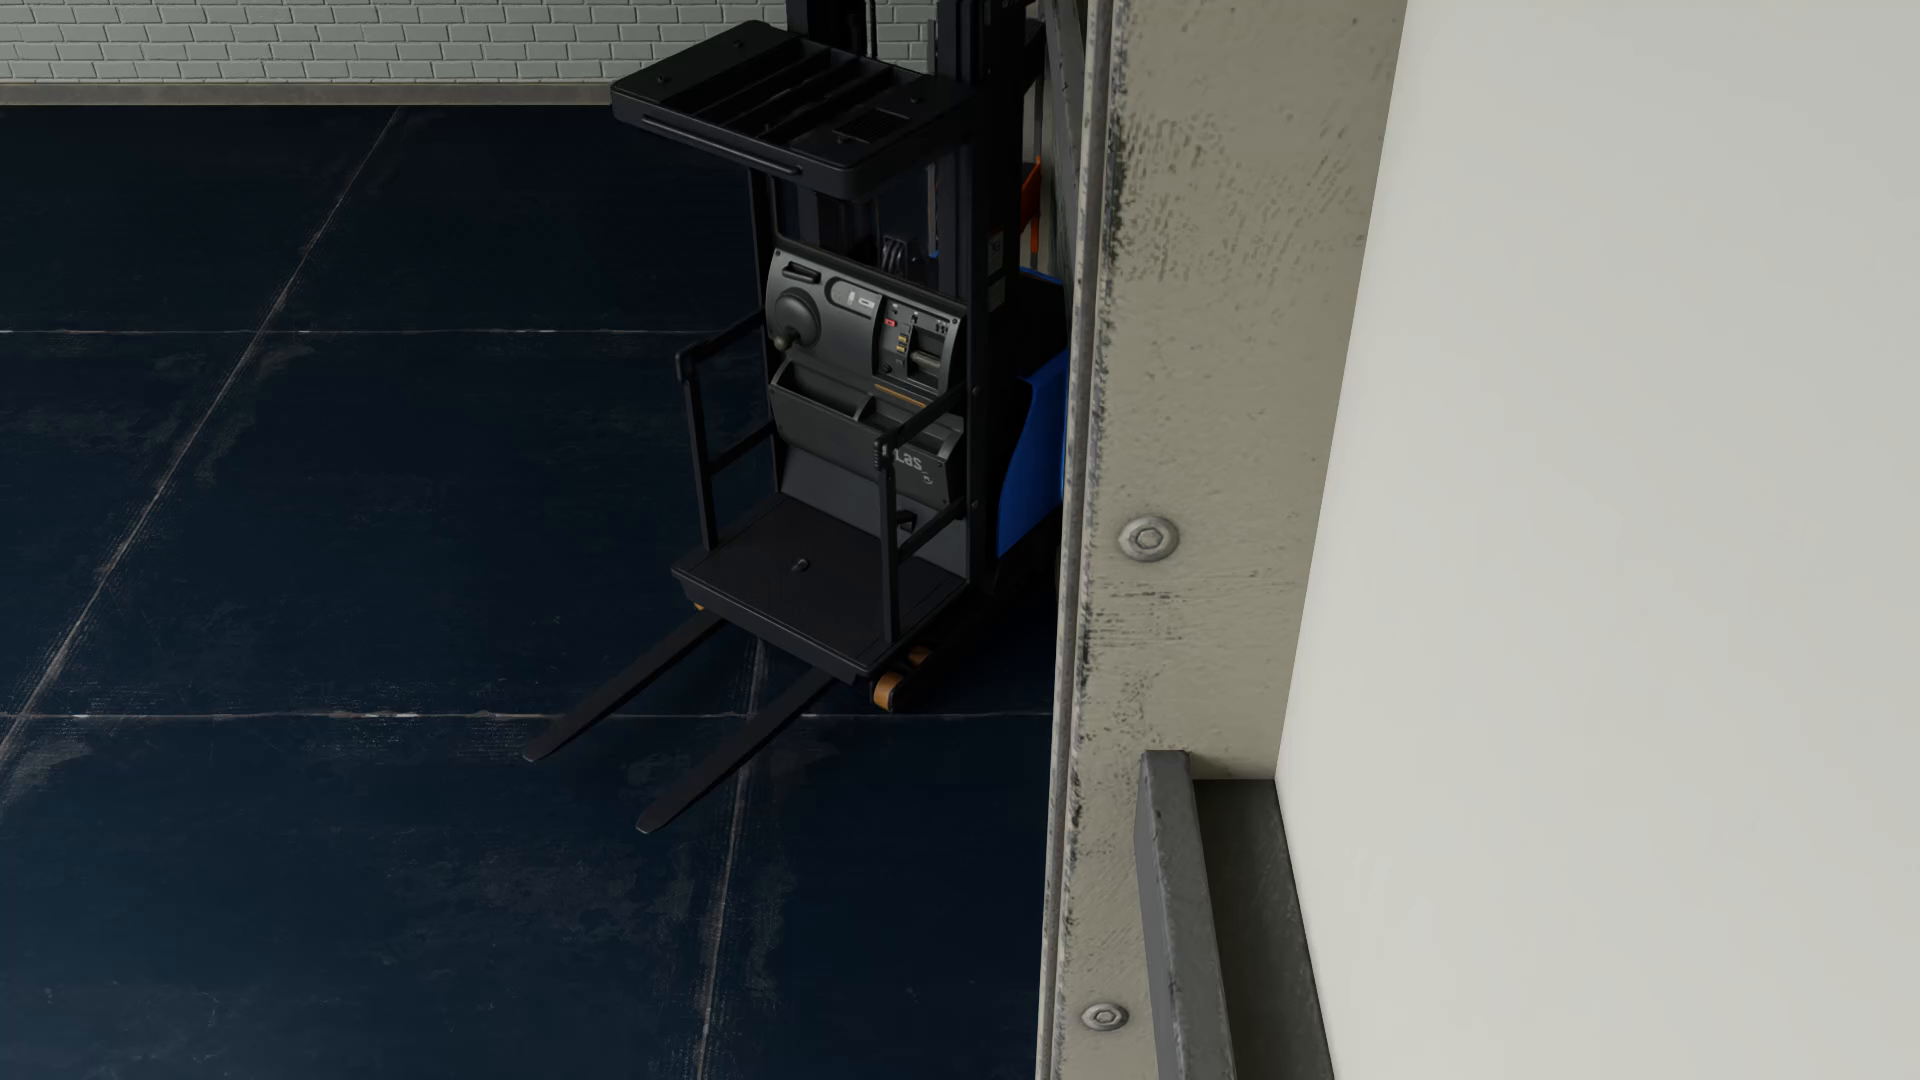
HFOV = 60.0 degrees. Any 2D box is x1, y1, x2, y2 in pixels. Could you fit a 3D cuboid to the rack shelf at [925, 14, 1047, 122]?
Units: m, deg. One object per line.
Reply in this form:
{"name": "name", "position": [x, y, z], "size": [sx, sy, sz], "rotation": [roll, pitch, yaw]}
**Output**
{"name": "rack shelf", "position": [0.123, -2.079, 7.568], "size": [0.431, 0.518, 0.480], "rotation": [11, 40, 13]}

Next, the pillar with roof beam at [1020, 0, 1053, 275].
{"name": "pillar with roof beam", "position": [-3.994, -4.662, 6.372], "size": [9.100, 9.000, 0.400], "rotation": [0, 39, 0]}

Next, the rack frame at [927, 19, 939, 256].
{"name": "rack frame", "position": [0.050, -1.398, 7.816], "size": [0.400, 2.100, 0.015], "rotation": [11, 40, 13]}

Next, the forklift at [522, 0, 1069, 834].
{"name": "forklift", "position": [-0.513, -0.784, 6.385], "size": [1.130, 2.935, 3.031], "rotation": [25, 45, 28]}

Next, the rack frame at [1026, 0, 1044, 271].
{"name": "rack frame", "position": [0.196, -1.689, 8.179], "size": [0.400, 2.100, 0.015], "rotation": [11, 40, 13]}

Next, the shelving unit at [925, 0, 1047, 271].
{"name": "shelving unit", "position": [0.123, -1.544, 7.997], "size": [0.431, 2.100, 0.503], "rotation": [11, 40, 13]}

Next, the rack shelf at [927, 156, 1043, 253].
{"name": "rack shelf", "position": [0.123, -1.533, 8.006], "size": [0.431, 0.518, 0.480], "rotation": [11, 40, 13]}
